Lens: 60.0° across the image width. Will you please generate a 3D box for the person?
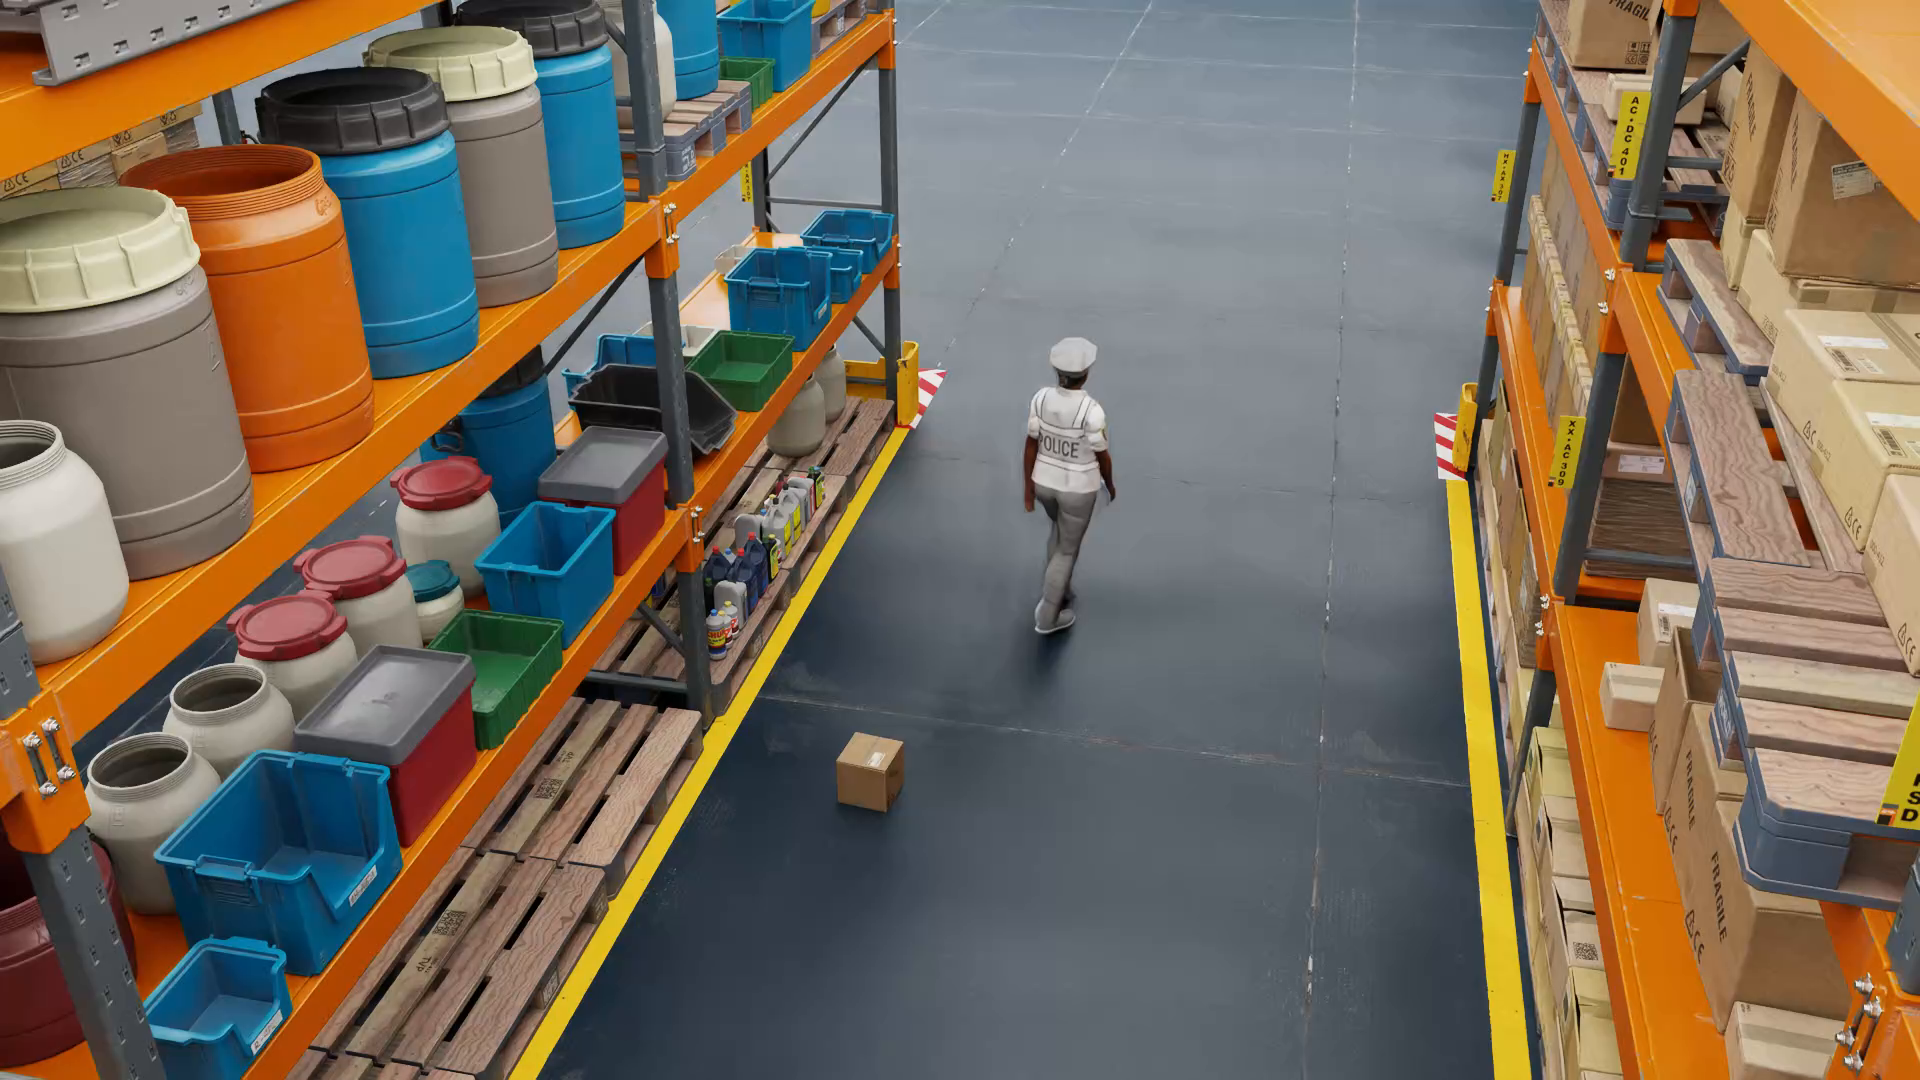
[{"bbox_3d":[0.597,-0.272,9.108,0.456,1.748,0.589,20,35,32],"label":"person"}]
